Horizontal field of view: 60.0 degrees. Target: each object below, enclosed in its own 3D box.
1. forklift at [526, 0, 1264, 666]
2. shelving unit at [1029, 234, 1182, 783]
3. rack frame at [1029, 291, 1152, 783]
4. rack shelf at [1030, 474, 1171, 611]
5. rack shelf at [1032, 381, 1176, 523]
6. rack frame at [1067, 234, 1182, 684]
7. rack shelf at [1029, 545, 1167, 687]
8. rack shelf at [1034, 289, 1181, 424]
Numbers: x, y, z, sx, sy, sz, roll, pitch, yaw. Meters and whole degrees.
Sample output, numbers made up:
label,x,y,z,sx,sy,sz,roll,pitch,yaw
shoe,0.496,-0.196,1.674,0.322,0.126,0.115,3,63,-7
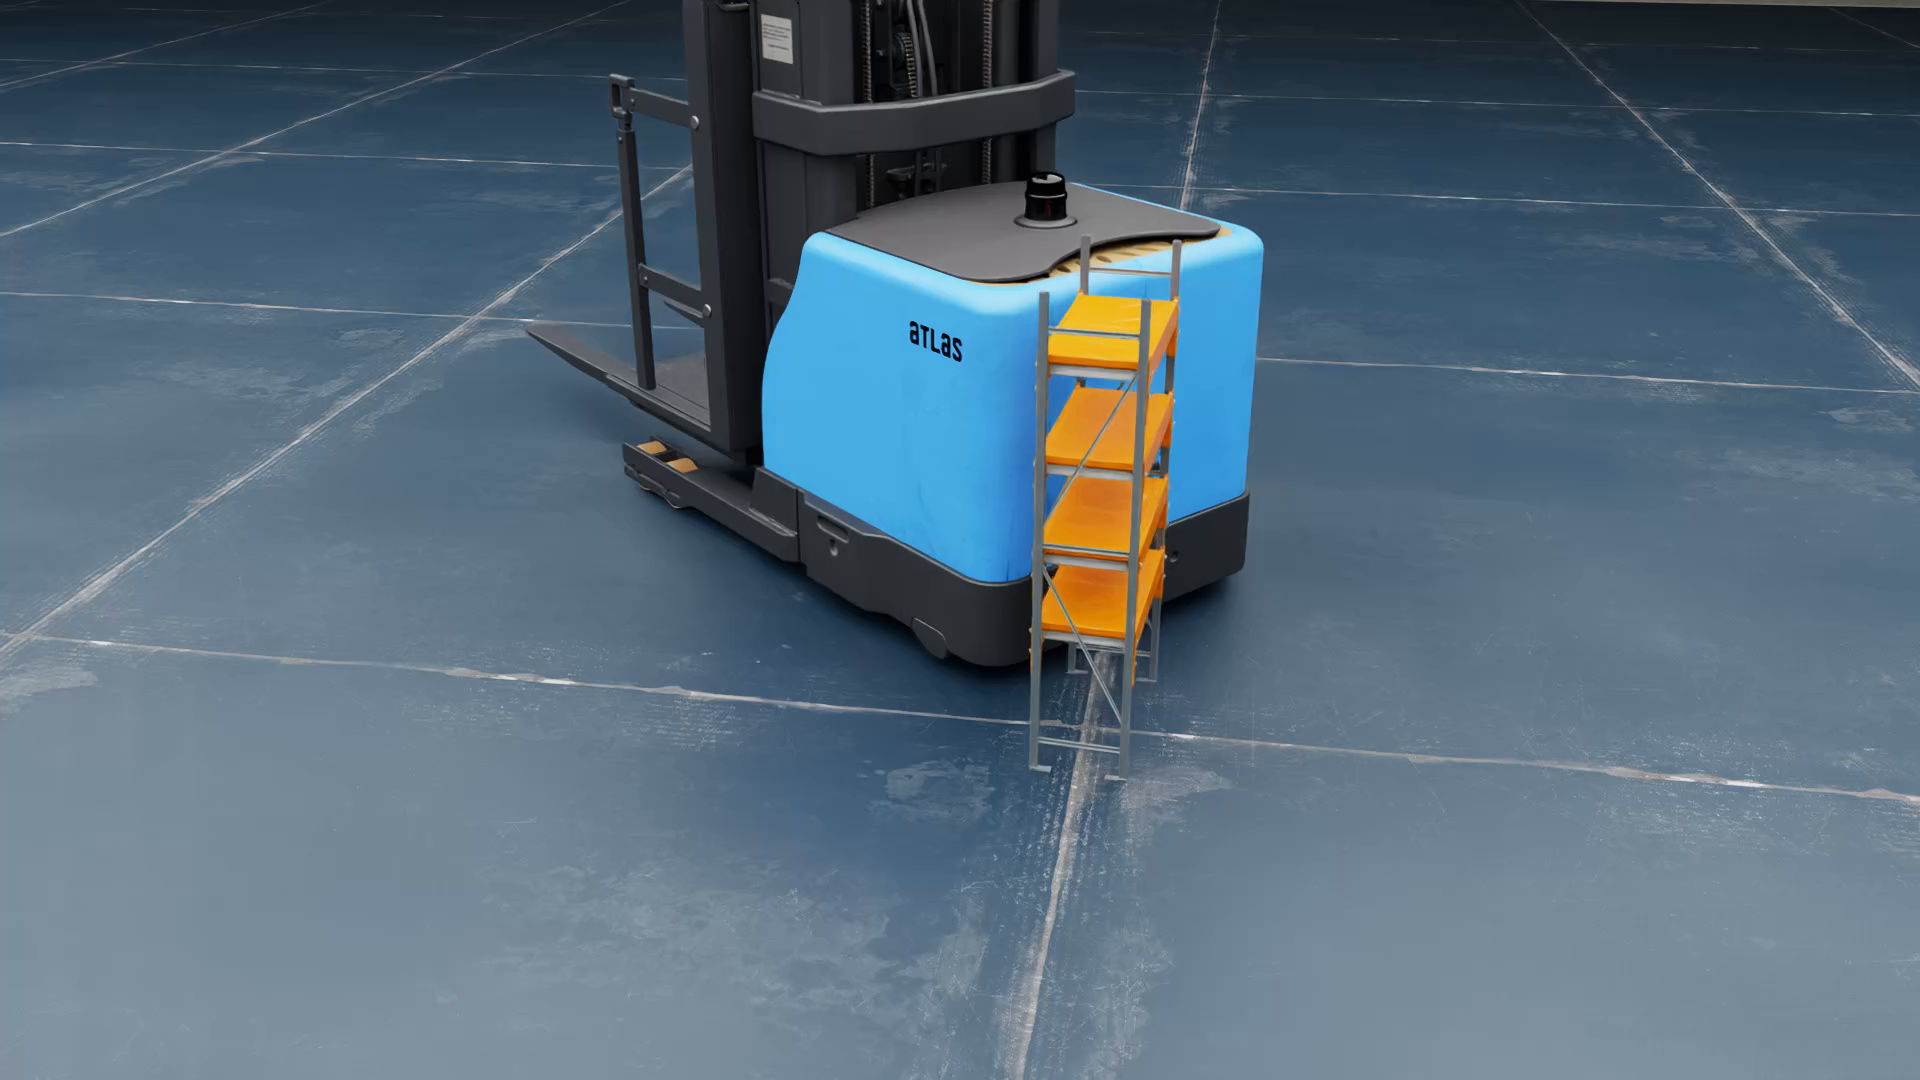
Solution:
label,x,y,z,sx,sy,sz,roll,pitch,yaw
forklift,-0.478,-1.548,5.100,1.130,2.935,3.031,-19,31,-35
shelving unit,0.347,-0.075,3.994,0.258,1.200,0.503,6,26,13
rack frame,0.287,0.025,3.780,0.240,1.200,0.015,6,26,13
rack shelf,0.347,-0.014,4.023,0.258,0.148,0.480,6,26,13
rack shelf,0.347,-0.216,3.928,0.258,0.148,0.480,6,26,13
rack frame,0.408,-0.175,4.208,0.240,1.200,0.015,6,26,13
rack shelf,0.347,0.166,4.107,0.258,0.148,0.480,6,26,13
rack shelf,0.347,-0.431,3.828,0.258,0.148,0.480,6,26,13
